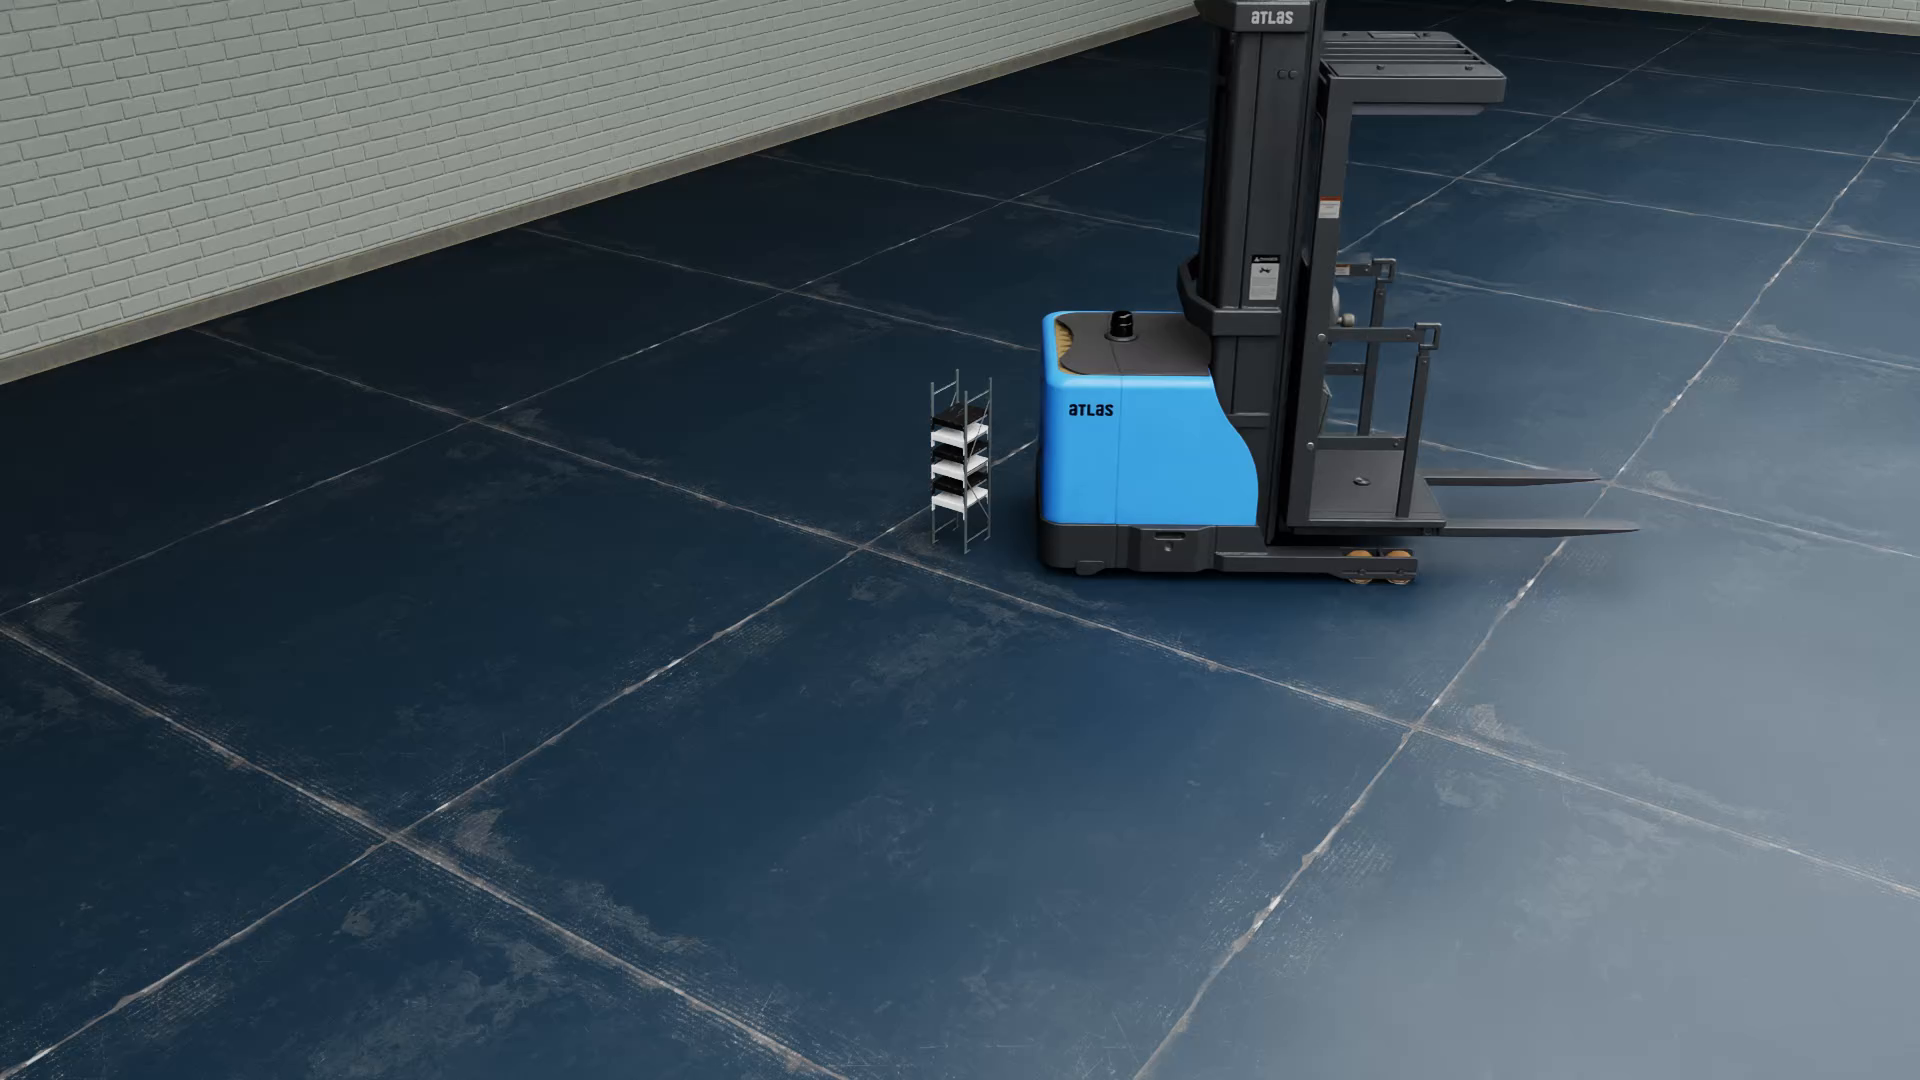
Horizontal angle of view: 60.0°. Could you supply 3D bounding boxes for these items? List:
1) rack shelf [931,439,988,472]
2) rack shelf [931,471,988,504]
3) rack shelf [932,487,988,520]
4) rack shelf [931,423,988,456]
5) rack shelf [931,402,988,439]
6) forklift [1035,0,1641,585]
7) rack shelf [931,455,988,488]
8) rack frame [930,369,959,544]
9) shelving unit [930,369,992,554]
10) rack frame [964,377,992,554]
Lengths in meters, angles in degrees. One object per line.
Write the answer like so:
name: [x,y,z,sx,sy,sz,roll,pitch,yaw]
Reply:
rack shelf: [0.007,-0.449,8.516,0.200,0.077,0.258,17,32,30]
rack shelf: [0.007,-0.289,8.598,0.200,0.077,0.258,17,32,30]
rack shelf: [0.007,-0.209,8.639,0.200,0.077,0.258,17,32,30]
rack shelf: [0.007,-0.530,8.475,0.200,0.077,0.258,17,32,30]
rack shelf: [0.007,-0.610,8.434,0.200,0.077,0.258,17,32,30]
forklift: [1.922,-1.329,8.129,3.031,2.935,1.130,1,27,1]
rack shelf: [0.007,-0.369,8.557,0.200,0.077,0.258,17,32,30]
rack frame: [-0.077,-0.425,8.593,0.006,0.900,0.240,17,32,30]
shelving unit: [0.007,-0.399,8.542,0.210,0.900,0.258,17,32,30]
rack frame: [0.090,-0.373,8.490,0.006,0.900,0.240,17,32,30]
